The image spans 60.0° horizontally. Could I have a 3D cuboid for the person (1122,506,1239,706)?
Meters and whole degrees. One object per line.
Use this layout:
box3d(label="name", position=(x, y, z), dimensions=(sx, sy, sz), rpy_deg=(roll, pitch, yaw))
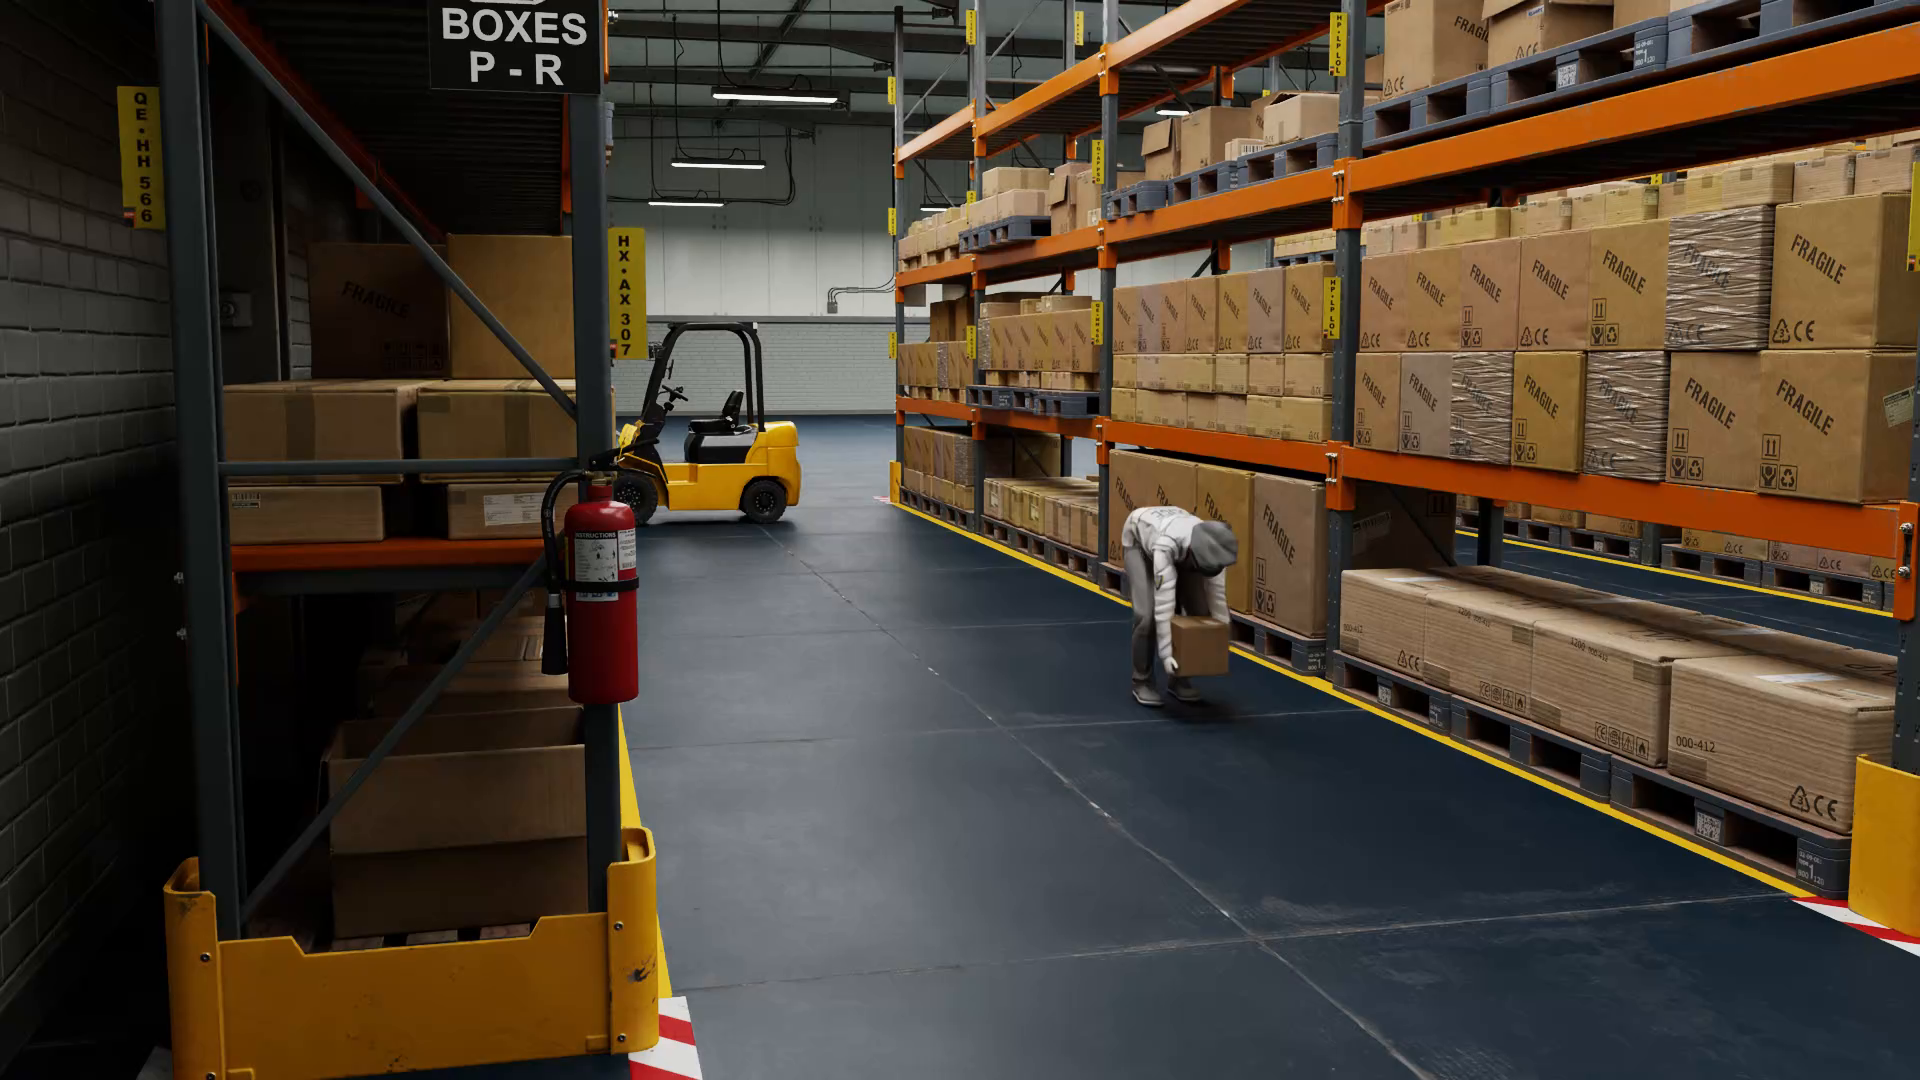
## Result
box3d(label="person", position=(1.122, 0.353, 8.448), dimensions=(0.421, 1.014, 0.921), rpy_deg=(-2, 7, -17))
